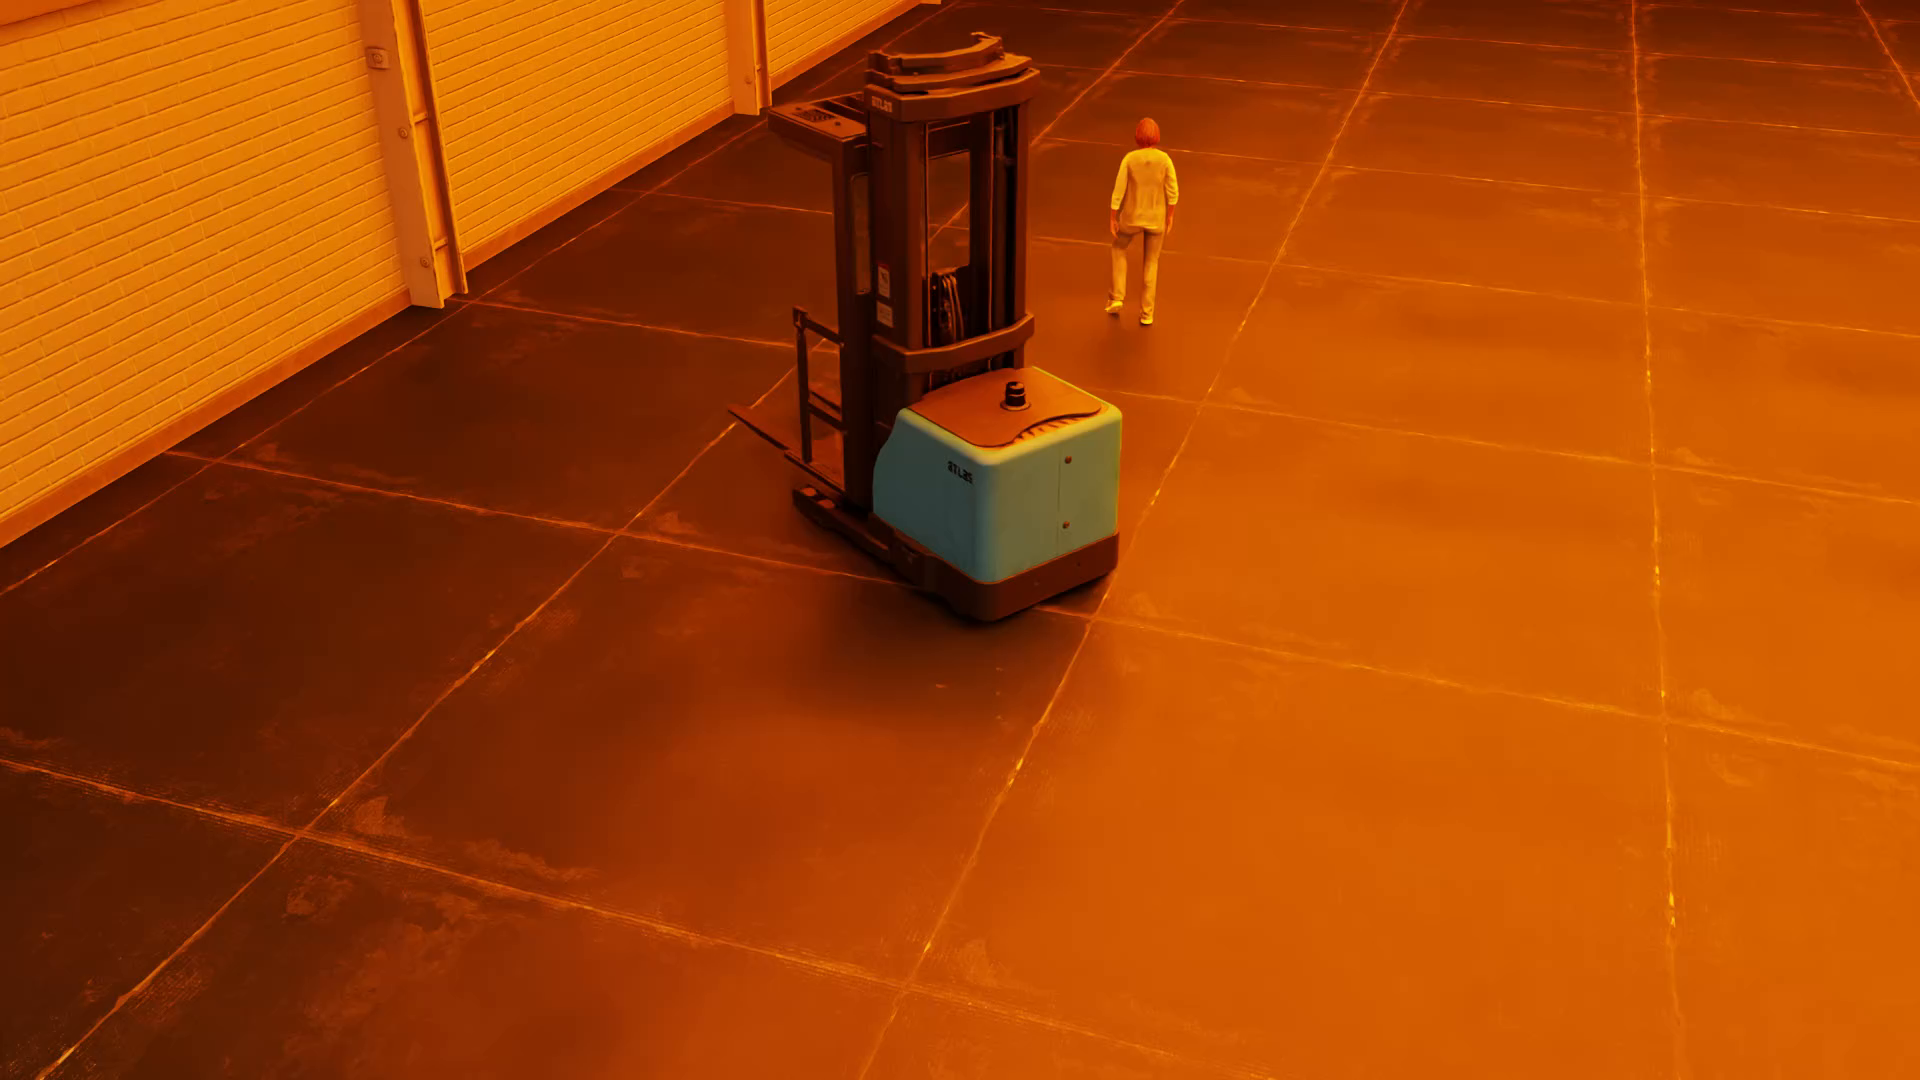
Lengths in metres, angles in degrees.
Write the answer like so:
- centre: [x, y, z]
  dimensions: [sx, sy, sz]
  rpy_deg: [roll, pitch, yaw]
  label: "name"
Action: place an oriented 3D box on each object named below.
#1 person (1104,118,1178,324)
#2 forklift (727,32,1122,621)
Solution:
- centre: [1.409, -2.446, 12.848]
  dimensions: [0.510, 1.627, 0.459]
  rpy_deg: [0, 30, -1]
  label: "person"
- centre: [-0.385, -1.493, 9.756]
  dimensions: [1.130, 2.935, 3.031]
  rpy_deg: [-21, 36, -32]
  label: "forklift"
